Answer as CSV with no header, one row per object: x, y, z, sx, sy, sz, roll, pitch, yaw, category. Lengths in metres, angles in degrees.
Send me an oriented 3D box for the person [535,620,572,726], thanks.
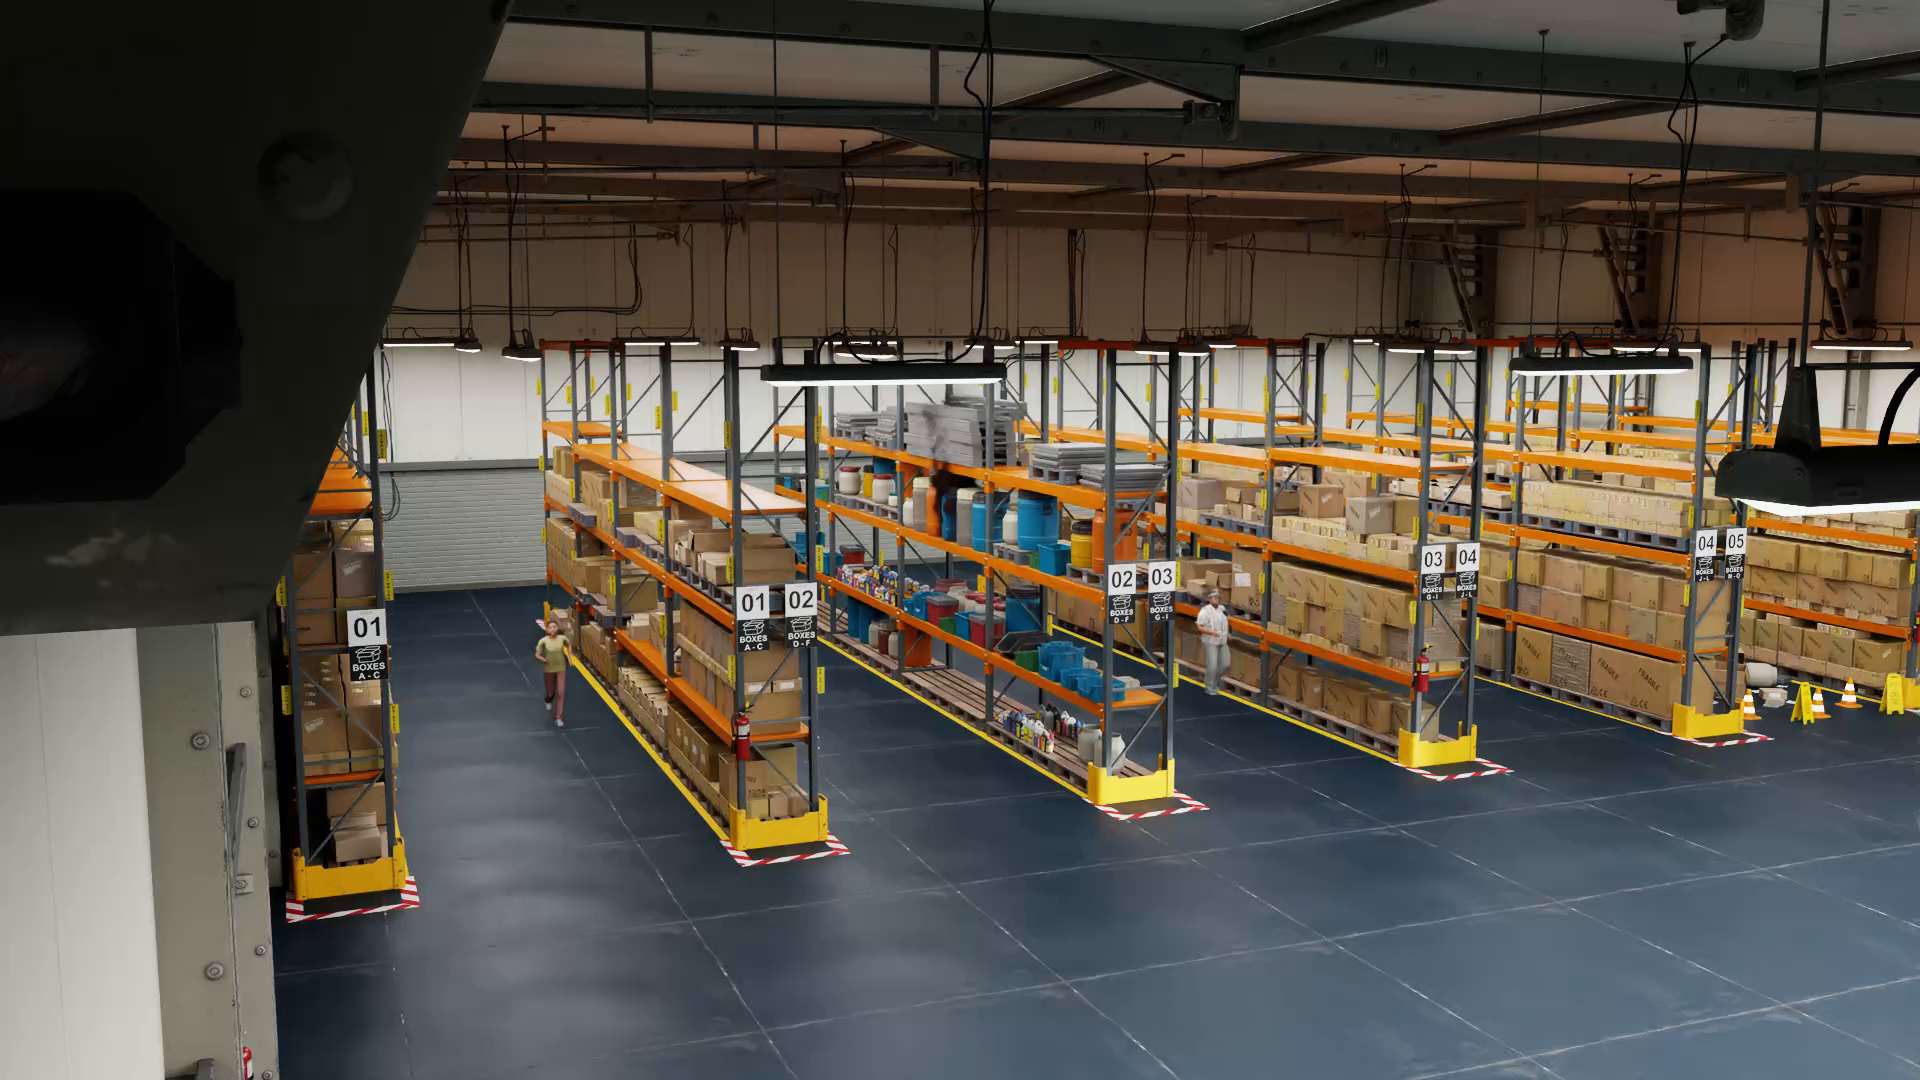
-6.433,2.081,26.428,0.592,1.633,0.970,-3,8,-21,person

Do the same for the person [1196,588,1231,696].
4.187,1.682,27.049,0.653,1.801,0.579,-4,8,-26,person

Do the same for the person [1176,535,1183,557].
4.815,0.623,37.839,0.500,1.575,0.731,-3,8,-22,person
